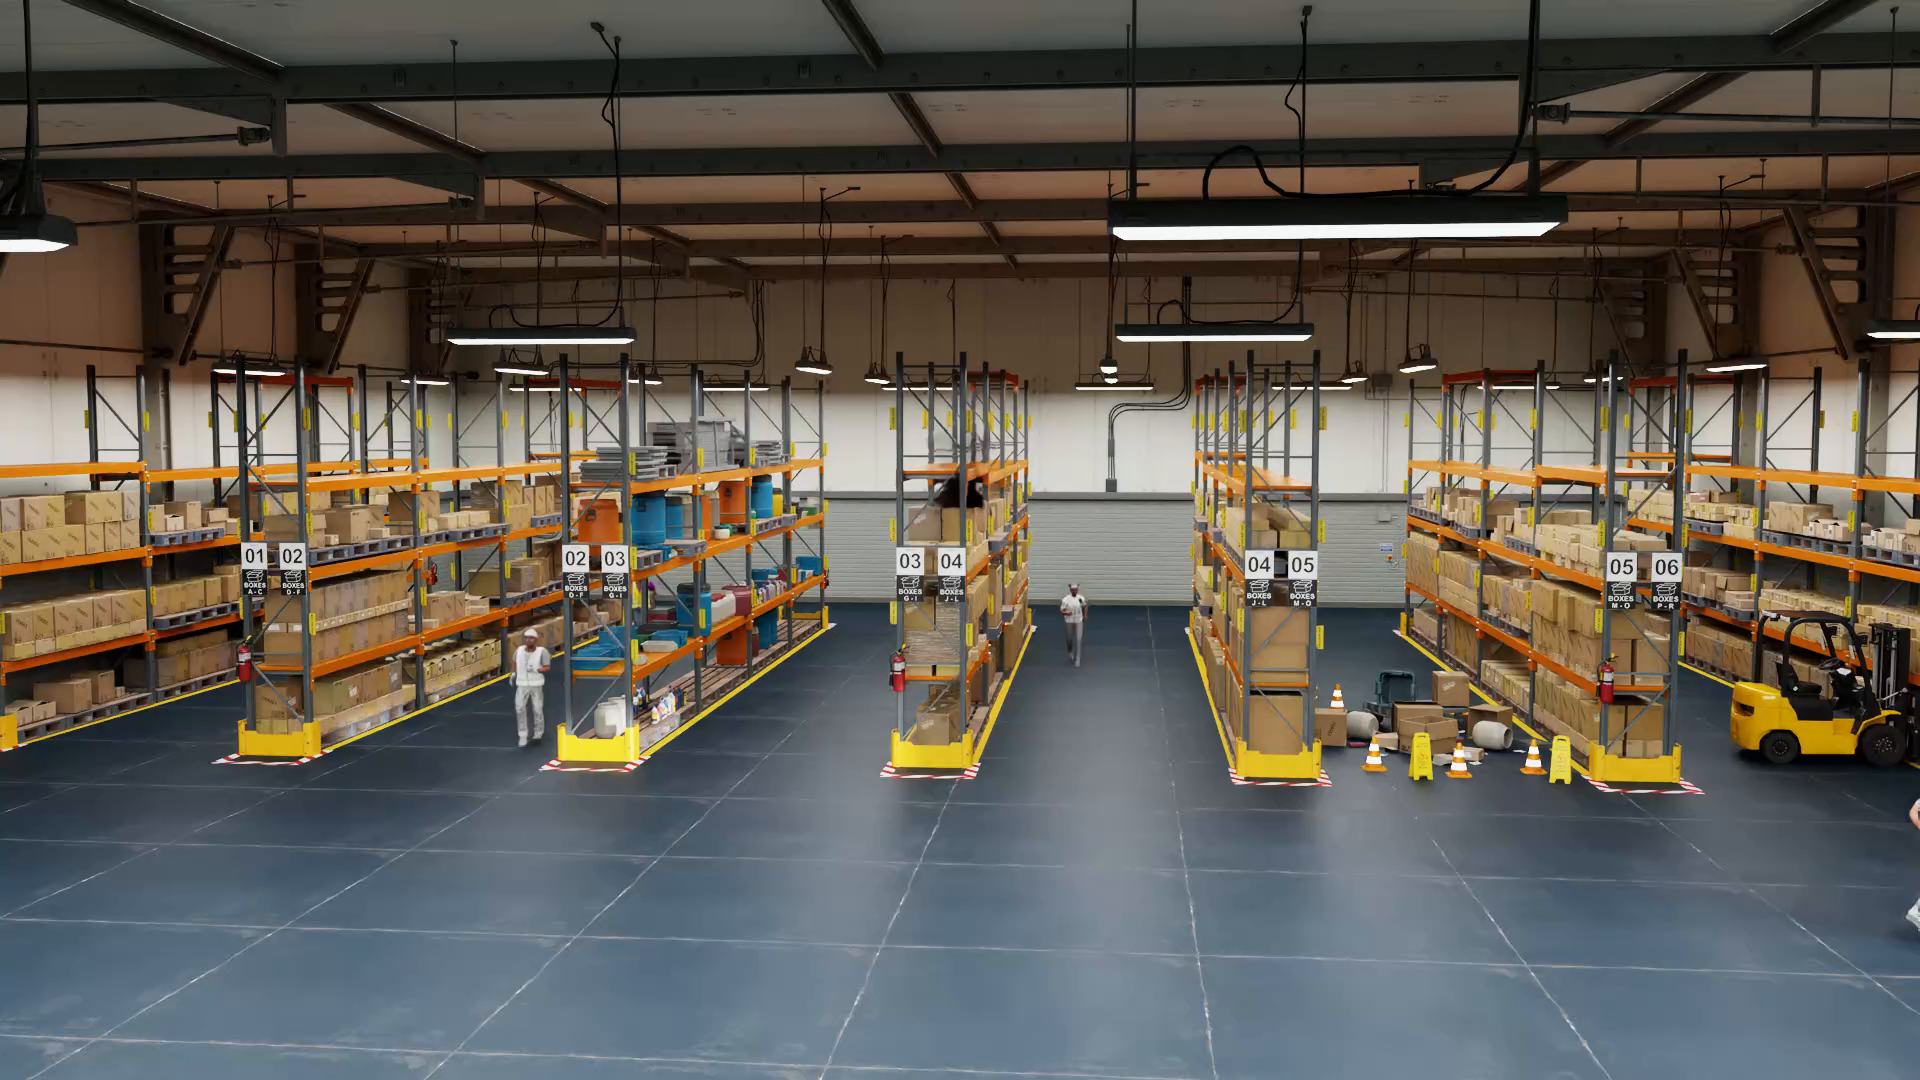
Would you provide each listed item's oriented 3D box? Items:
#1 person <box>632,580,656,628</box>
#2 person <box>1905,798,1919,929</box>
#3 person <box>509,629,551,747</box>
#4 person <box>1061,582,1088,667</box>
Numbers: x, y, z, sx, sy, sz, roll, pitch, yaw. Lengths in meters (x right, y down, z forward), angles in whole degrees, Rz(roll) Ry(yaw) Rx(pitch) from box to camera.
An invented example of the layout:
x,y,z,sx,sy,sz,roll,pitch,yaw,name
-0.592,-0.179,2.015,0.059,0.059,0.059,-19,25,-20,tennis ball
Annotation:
x,y,z,sx,sy,sz,roll,pitch,yaw,name
-7.060,1.525,36.558,0.682,1.822,0.770,0,4,-2,person
9.430,2.974,15.837,0.640,1.824,0.814,-3,5,-35,person
-6.654,2.287,25.724,0.656,1.824,0.744,0,4,-3,person
2.354,1.712,34.232,0.577,1.681,0.941,0,4,0,person
